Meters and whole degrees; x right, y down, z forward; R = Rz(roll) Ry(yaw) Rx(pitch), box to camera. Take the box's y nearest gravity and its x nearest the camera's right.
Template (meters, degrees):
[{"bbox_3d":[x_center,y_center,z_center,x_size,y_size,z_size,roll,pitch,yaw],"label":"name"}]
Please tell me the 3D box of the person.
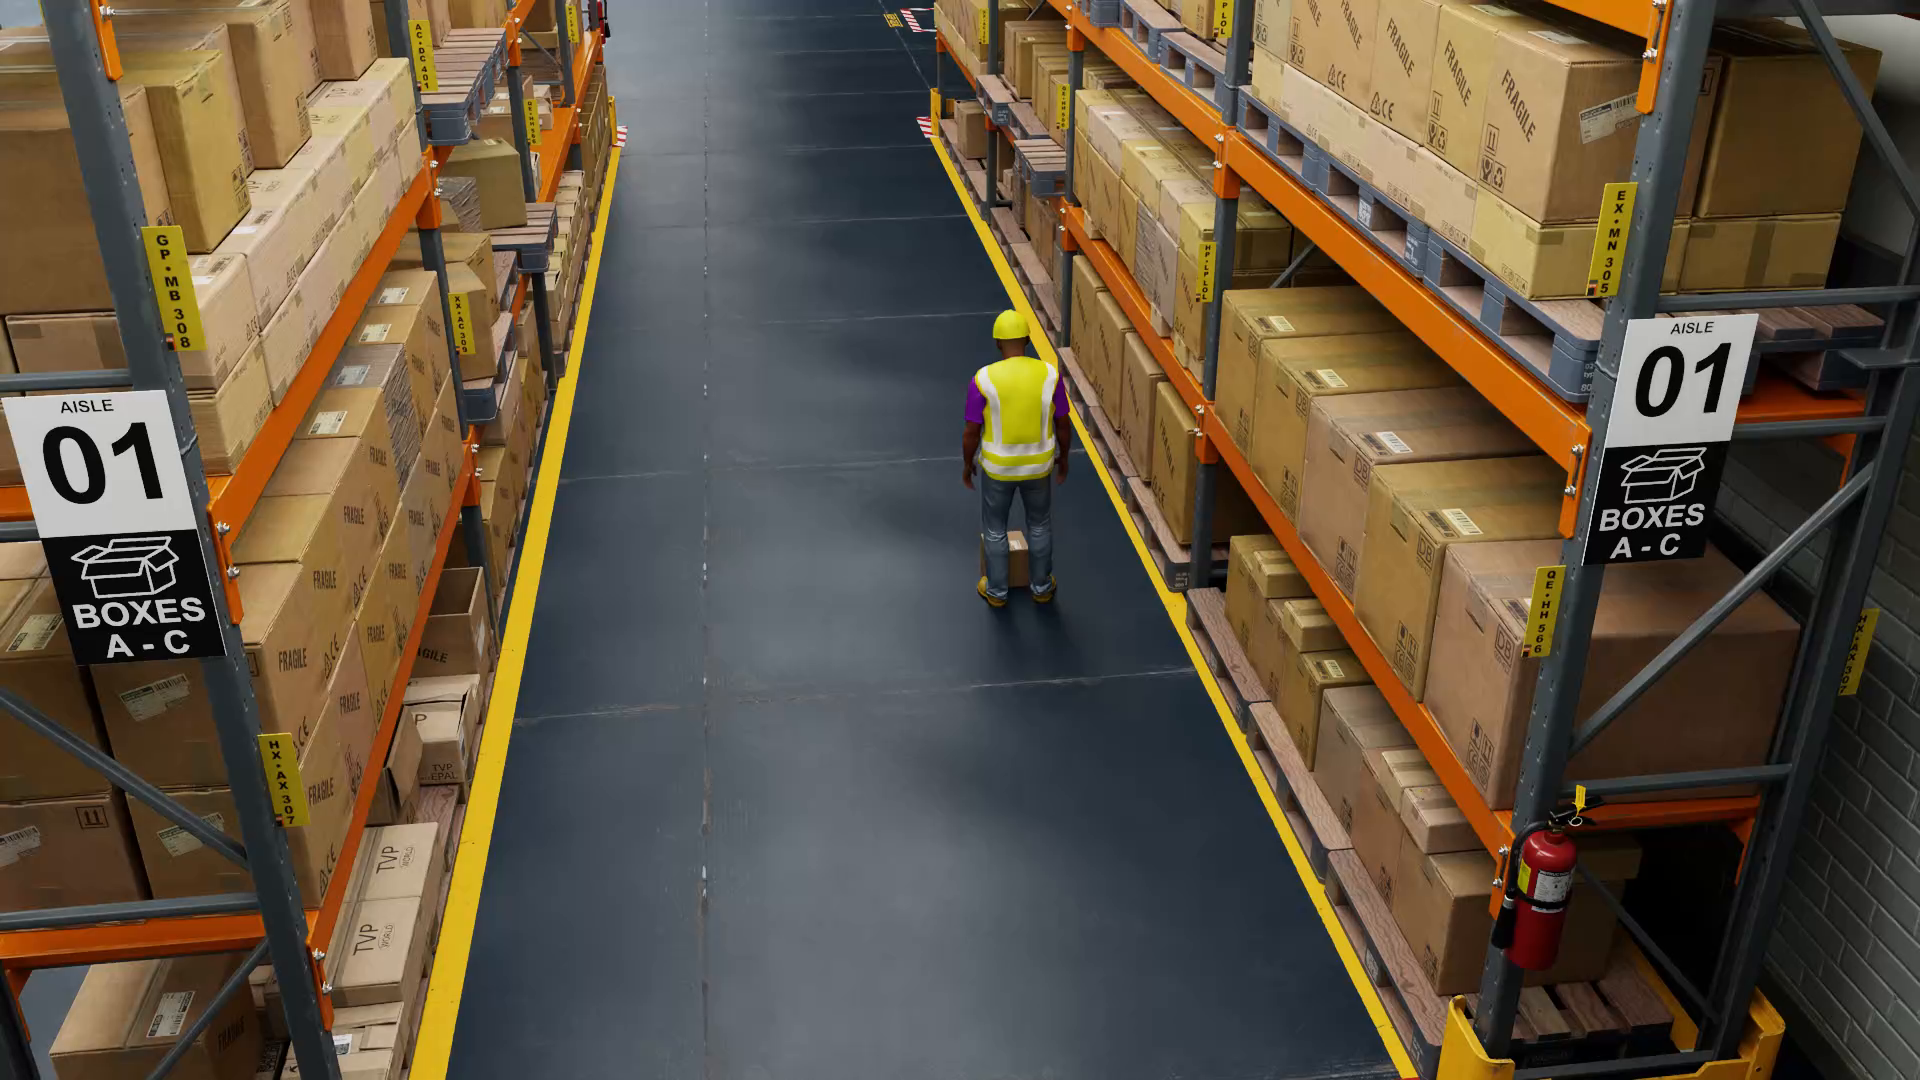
[{"bbox_3d":[0.317,-0.449,9.480,0.625,1.760,0.459,-4,27,-8],"label":"person"}]
